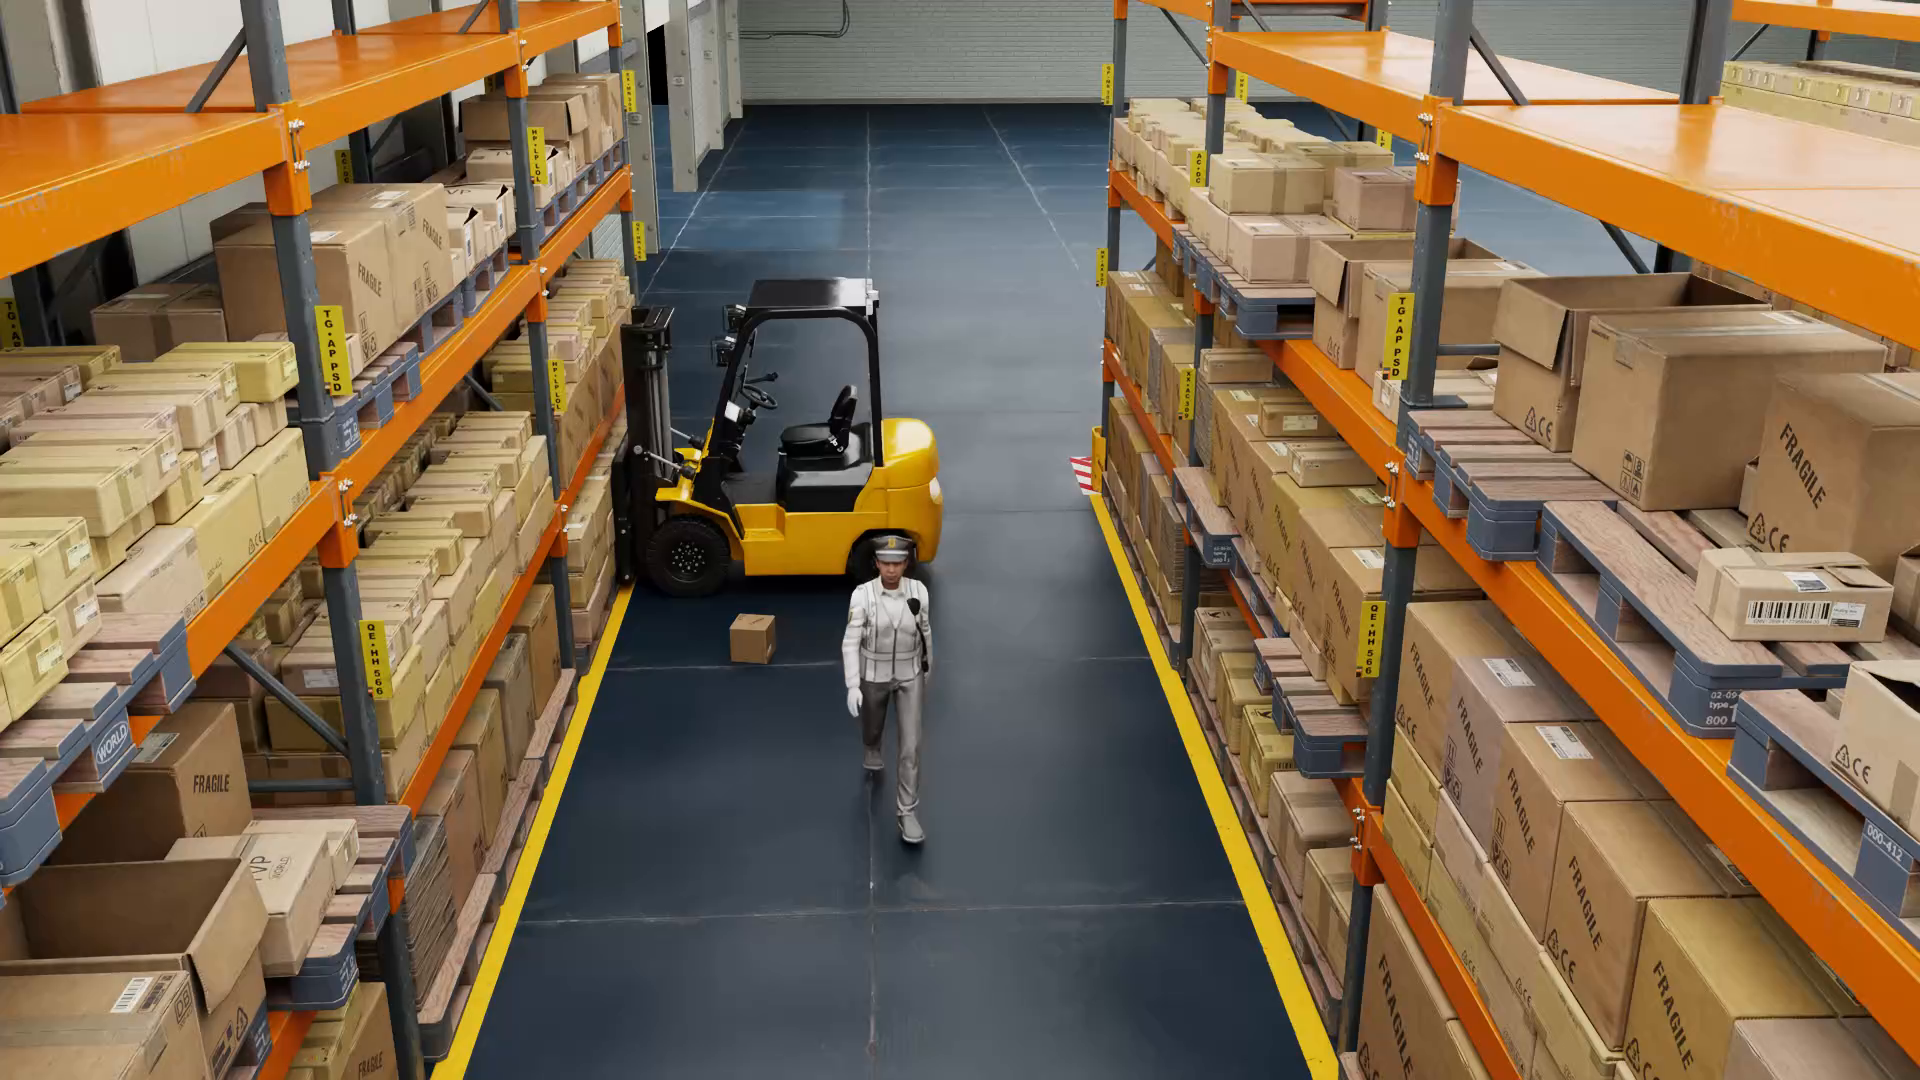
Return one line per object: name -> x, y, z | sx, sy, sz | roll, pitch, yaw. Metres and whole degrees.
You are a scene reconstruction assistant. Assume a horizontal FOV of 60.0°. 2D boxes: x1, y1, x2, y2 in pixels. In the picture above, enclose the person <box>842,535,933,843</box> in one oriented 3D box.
person -> -0.388, 0.721, 9.111 | 0.519, 1.635, 1.038 | -3, 21, -7
